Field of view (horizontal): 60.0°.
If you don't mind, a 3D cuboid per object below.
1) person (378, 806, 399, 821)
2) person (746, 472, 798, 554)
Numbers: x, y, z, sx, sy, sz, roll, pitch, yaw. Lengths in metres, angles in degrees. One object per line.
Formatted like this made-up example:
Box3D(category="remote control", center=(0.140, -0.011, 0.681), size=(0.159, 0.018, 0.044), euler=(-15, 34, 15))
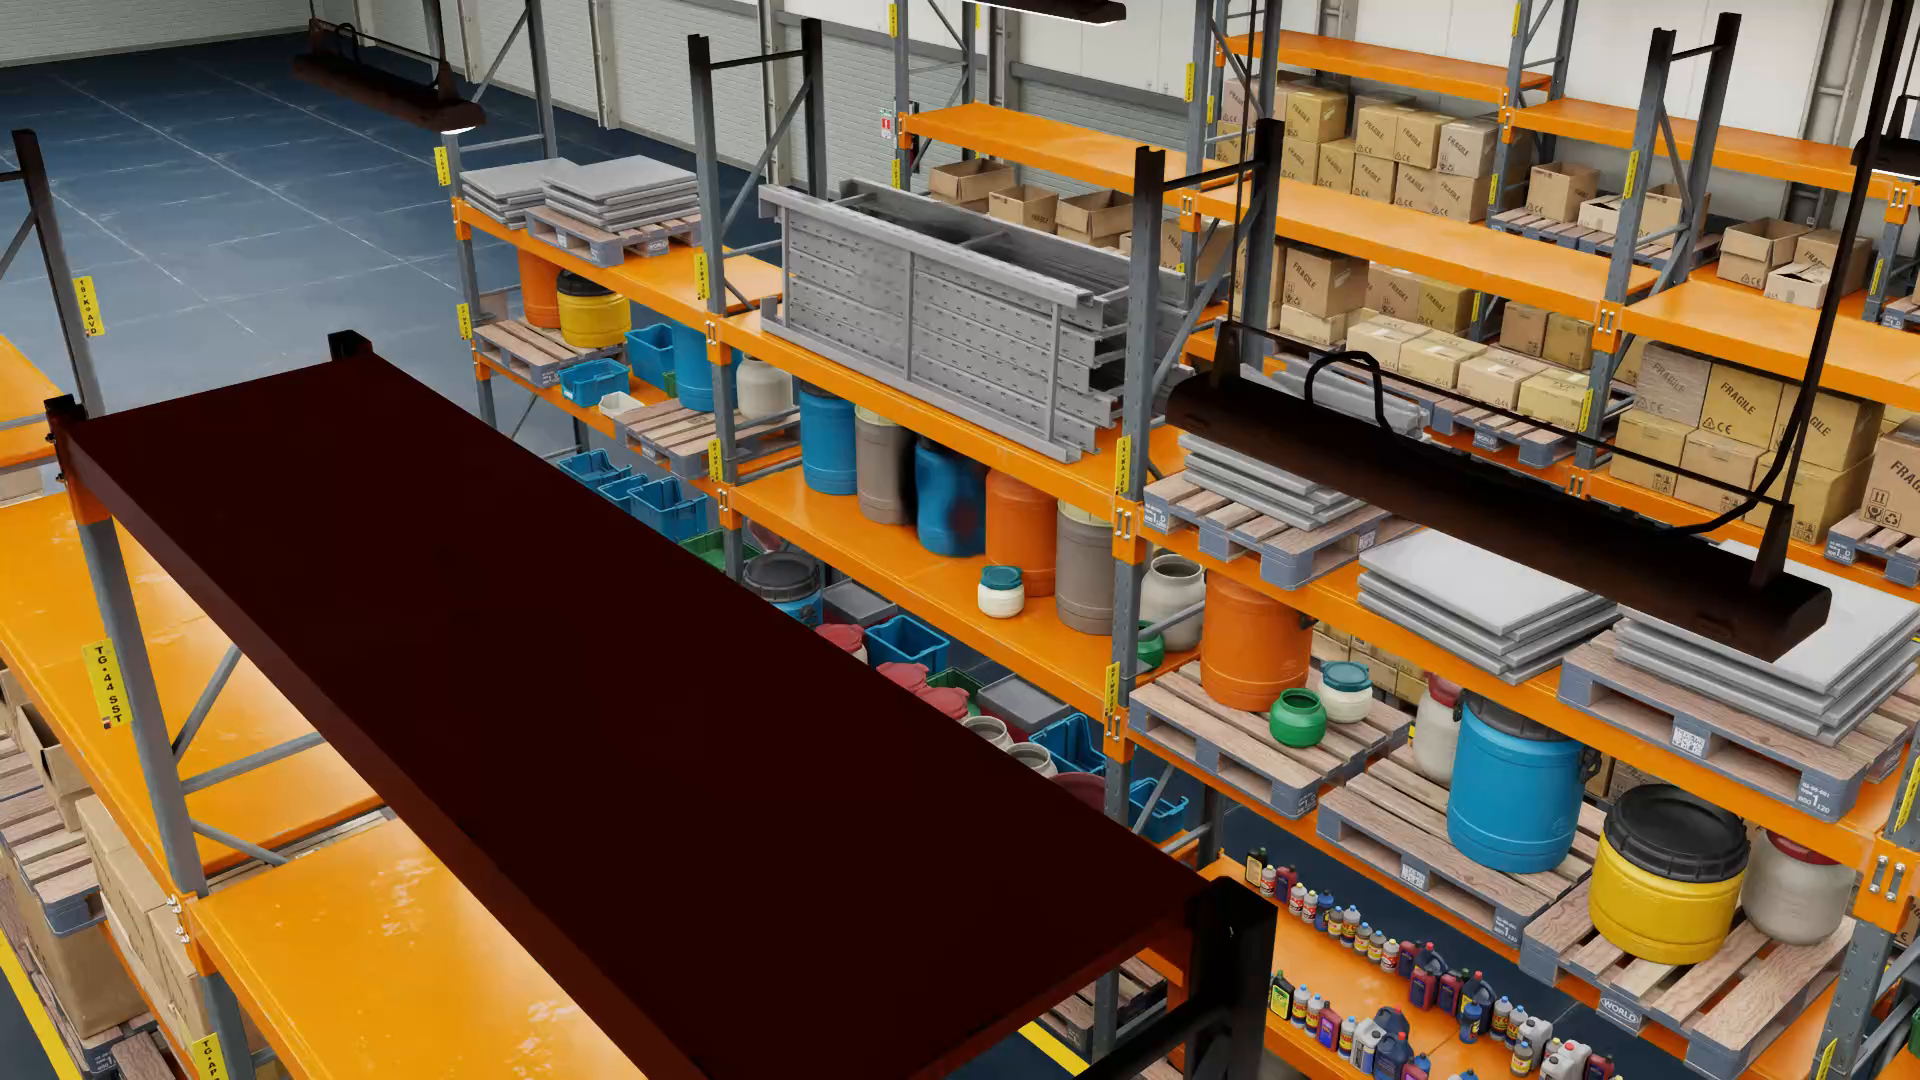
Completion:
Box3D(category="person", center=(-3.674, 2.133, 11.339), size=(0.580, 1.600, 0.460), euler=(-4, 27, -7))
Box3D(category="person", center=(-1.986, -0.501, 16.954), size=(0.870, 1.482, 0.595), euler=(-3, 27, -6))
